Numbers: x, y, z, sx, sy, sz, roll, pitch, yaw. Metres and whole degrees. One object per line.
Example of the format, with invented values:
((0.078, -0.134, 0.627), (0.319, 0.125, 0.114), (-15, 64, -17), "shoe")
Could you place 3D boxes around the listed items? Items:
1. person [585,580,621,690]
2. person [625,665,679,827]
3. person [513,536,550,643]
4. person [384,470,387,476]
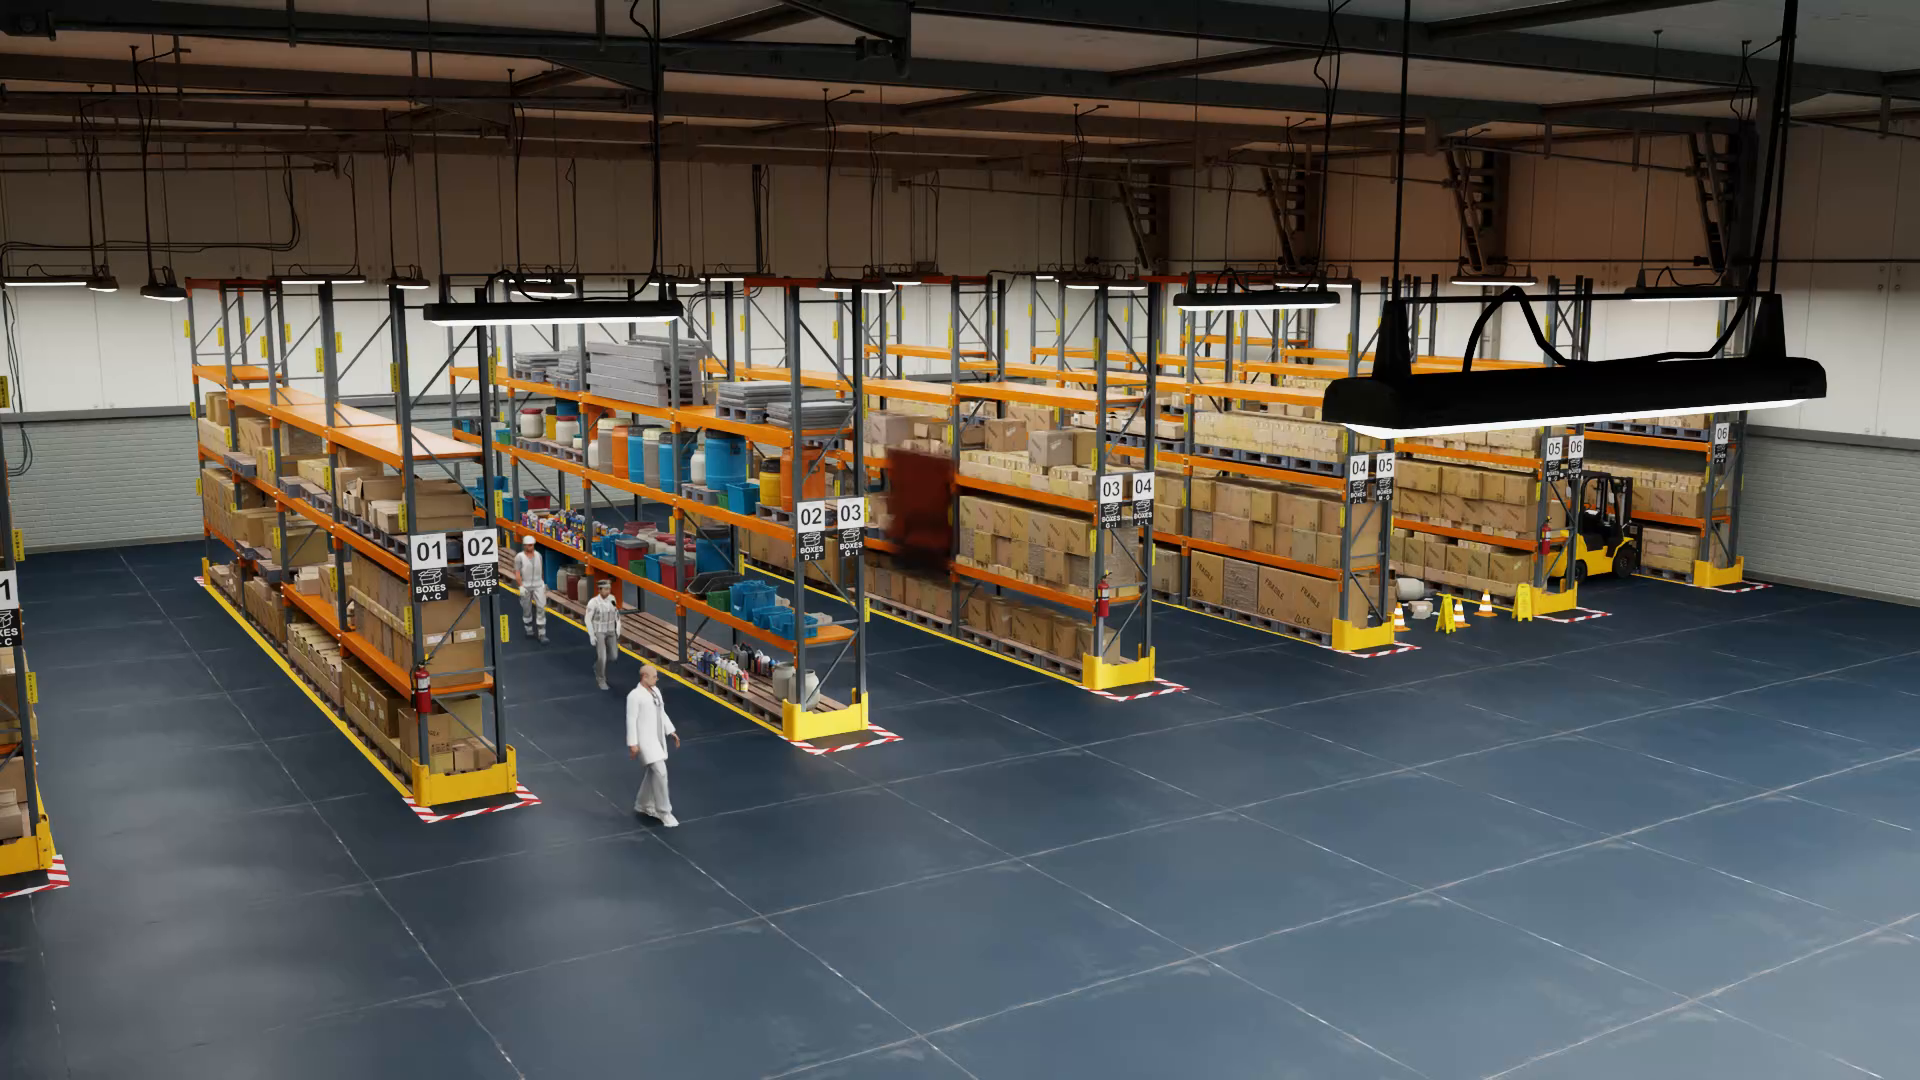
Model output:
((-5.375, 1.380, 24.904), (0.583, 1.659, 0.548), (-9, 13, -43), "person")
((-3.458, 2.326, 18.944), (0.699, 1.818, 0.612), (3, 10, 18), "person")
((-7.183, 0.803, 27.854), (0.541, 1.756, 0.866), (-4, 10, -22), "person")
((-13.228, -0.807, 37.667), (1.076, 1.716, 0.548), (-2, 10, -10), "person")
